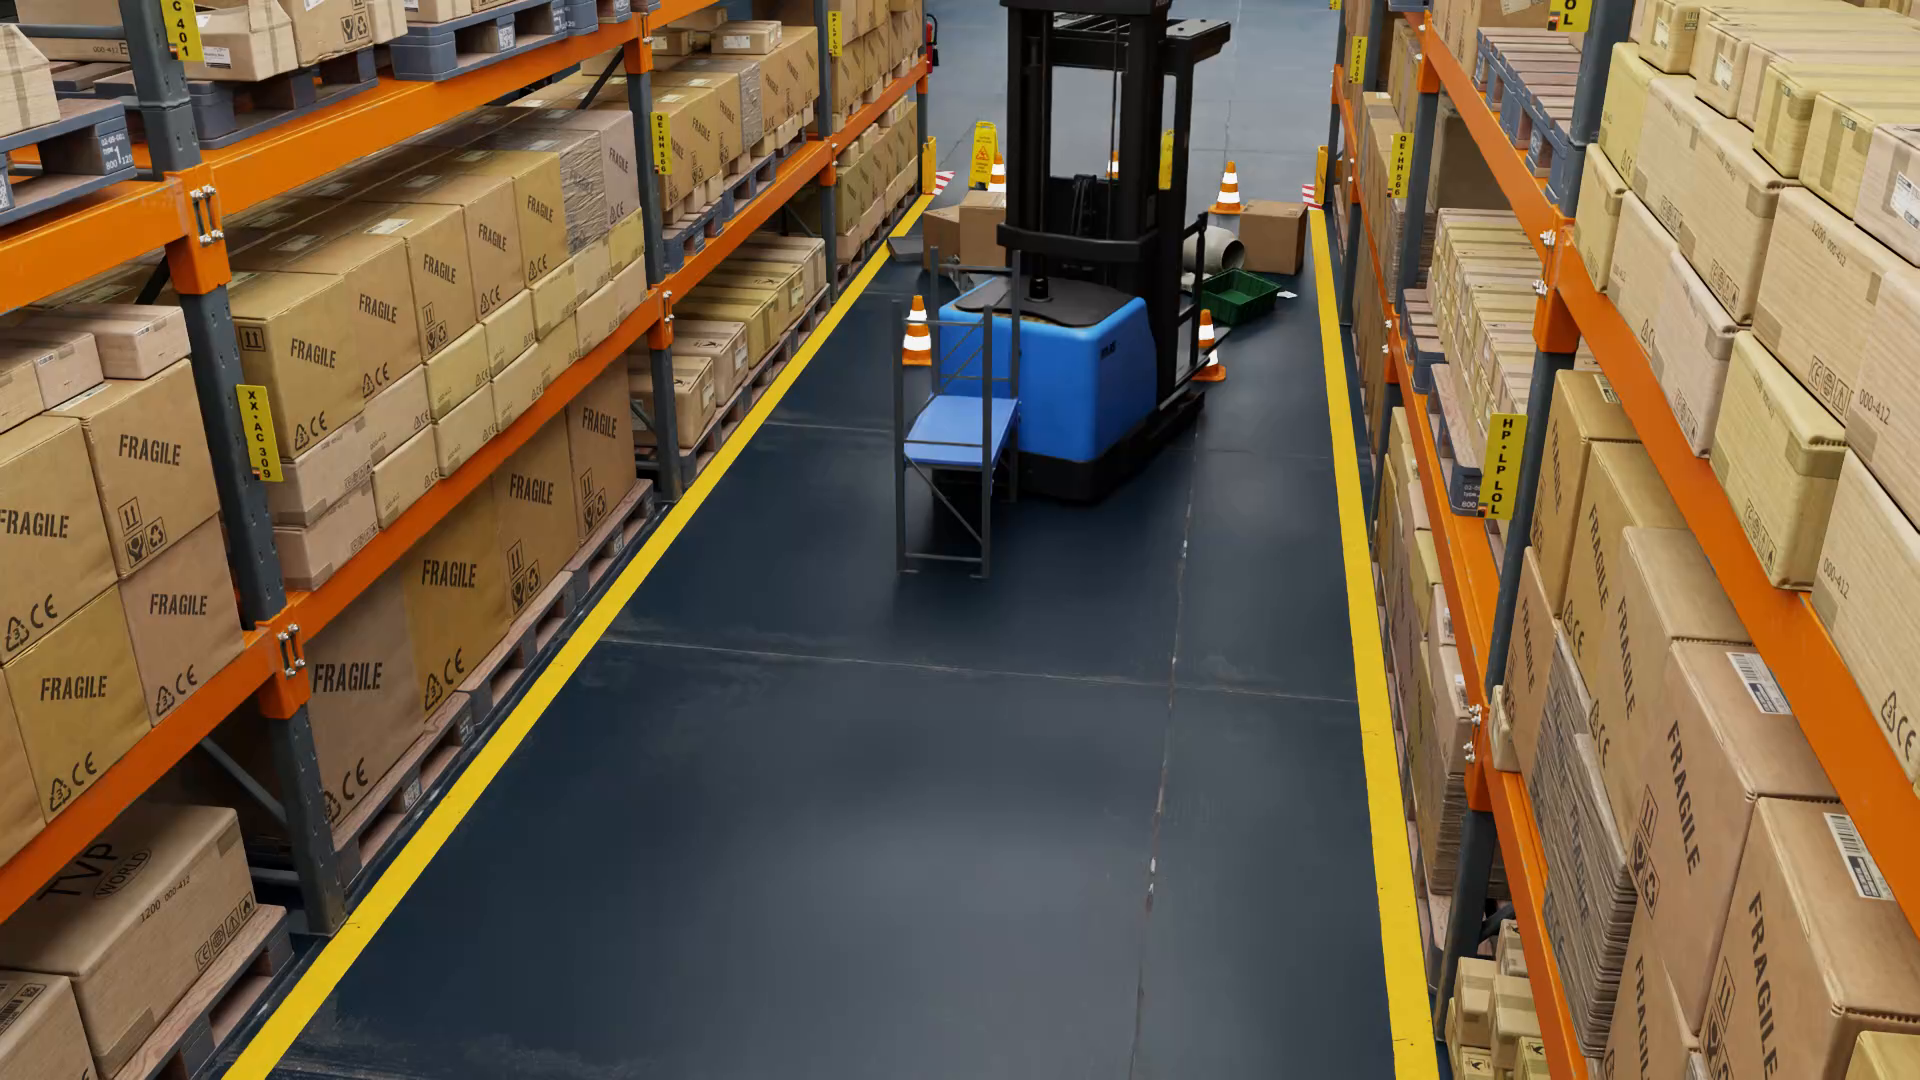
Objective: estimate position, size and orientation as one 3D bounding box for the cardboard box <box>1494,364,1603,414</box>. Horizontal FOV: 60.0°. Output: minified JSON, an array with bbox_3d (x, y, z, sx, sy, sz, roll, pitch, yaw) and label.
[{"bbox_3d":[2.114,-0.506,5.893,0.380,0.149,0.250,4,25,8],"label":"cardboard box"}]

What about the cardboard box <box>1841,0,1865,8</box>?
[{"bbox_3d":[2.281,-1.394,4.538,0.700,0.500,0.500,4,25,9],"label":"cardboard box"}]

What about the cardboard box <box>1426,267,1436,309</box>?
[{"bbox_3d":[2.492,-1.225,8.130,0.380,0.149,0.250,4,25,8],"label":"cardboard box"}]

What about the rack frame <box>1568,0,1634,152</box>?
[{"bbox_3d":[2.111,-2.366,3.690,1.000,3.000,0.127,4,25,9],"label":"rack frame"}]

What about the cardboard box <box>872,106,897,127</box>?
[{"bbox_3d":[-0.784,-3.820,14.972,0.380,0.149,0.250,5,26,11],"label":"cardboard box"}]

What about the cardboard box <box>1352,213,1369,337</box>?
[{"bbox_3d":[3.405,-1.900,11.930,1.050,0.750,0.750,4,25,8],"label":"cardboard box"}]

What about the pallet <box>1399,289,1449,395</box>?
[{"bbox_3d":[2.753,-0.929,7.924,1.213,0.211,1.003,4,25,9],"label":"pallet"}]

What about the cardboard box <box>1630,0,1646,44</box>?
[{"bbox_3d":[1.824,-1.242,3.943,0.380,0.149,0.250,4,25,8],"label":"cardboard box"}]

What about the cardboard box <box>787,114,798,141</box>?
[{"bbox_3d":[-1.361,-2.918,11.747,0.380,0.149,0.250,4,25,8],"label":"cardboard box"}]

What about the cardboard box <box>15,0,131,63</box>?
[{"bbox_3d":[-2.852,-1.841,5.716,0.500,0.311,0.500,4,25,9],"label":"cardboard box"}]

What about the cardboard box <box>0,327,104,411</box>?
[{"bbox_3d":[-2.676,-0.488,4.691,0.380,0.149,0.250,5,25,10],"label":"cardboard box"}]

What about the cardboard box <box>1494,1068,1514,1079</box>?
[{"bbox_3d":[1.783,1.559,4.898,0.380,0.149,0.250,4,25,9],"label":"cardboard box"}]

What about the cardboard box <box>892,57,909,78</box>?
[{"bbox_3d":[-0.685,-4.354,15.310,0.380,0.149,0.250,4,25,9],"label":"cardboard box"}]

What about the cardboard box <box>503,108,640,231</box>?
[{"bbox_3d":[-1.962,-1.886,8.444,0.500,0.500,0.500,3,25,7],"label":"cardboard box"}]

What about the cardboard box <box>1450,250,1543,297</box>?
[{"bbox_3d":[2.368,-1.162,7.294,0.380,0.149,0.250,3,25,6],"label":"cardboard box"}]

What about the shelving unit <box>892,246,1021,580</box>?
[{"bbox_3d":[-0.001,-0.704,8.986,0.538,1.500,1.048,4,25,9],"label":"shelving unit"}]

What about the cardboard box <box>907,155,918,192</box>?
[{"bbox_3d":[-0.699,-3.546,16.036,0.500,0.250,0.500,4,25,8],"label":"cardboard box"}]

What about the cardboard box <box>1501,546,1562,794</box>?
[{"bbox_3d":[1.781,0.361,4.472,0.500,0.500,0.500,4,25,8],"label":"cardboard box"}]

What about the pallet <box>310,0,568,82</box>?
[{"bbox_3d":[-2.368,-2.155,6.999,1.003,0.211,1.213,5,26,11],"label":"pallet"}]

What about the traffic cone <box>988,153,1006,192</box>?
[{"bbox_3d":[0.374,-3.550,16.289,0.336,0.463,0.334,4,25,9],"label":"traffic cone"}]

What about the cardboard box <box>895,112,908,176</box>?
[{"bbox_3d":[-0.784,-3.681,15.440,0.500,0.500,0.500,5,26,10],"label":"cardboard box"}]

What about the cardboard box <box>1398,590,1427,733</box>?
[{"bbox_3d":[2.155,0.537,7.017,0.500,0.500,0.500,3,25,7],"label":"cardboard box"}]

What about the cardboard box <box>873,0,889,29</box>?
[{"bbox_3d":[-0.982,-4.517,13.715,0.700,0.500,0.500,3,25,7],"label":"cardboard box"}]

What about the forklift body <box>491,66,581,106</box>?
[{"bbox_3d":[-4.236,-4.007,15.273,2.313,2.155,1.214,4,25,9],"label":"forklift body"}]

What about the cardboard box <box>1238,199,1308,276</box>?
[{"bbox_3d":[2.659,-2.584,14.178,0.500,0.500,0.500,8,26,18],"label":"cardboard box"}]

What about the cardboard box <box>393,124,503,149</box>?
[{"bbox_3d":[-2.529,-1.723,8.096,0.500,0.500,0.500,4,25,9],"label":"cardboard box"}]

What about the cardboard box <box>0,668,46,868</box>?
[{"bbox_3d":[-2.759,0.644,4.218,0.500,0.500,0.500,4,25,8],"label":"cardboard box"}]

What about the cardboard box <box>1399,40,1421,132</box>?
[{"bbox_3d":[3.178,-2.858,10.521,0.700,0.500,0.500,4,25,9],"label":"cardboard box"}]

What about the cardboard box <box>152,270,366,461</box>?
[{"bbox_3d":[-2.434,-0.612,5.721,0.500,0.500,0.500,4,25,9],"label":"cardboard box"}]

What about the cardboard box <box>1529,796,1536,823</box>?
[{"bbox_3d":[1.773,0.674,4.568,0.380,0.149,0.250,5,26,10],"label":"cardboard box"}]

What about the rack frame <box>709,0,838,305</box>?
[{"bbox_3d":[-1.482,-3.295,12.752,1.000,3.000,0.127,4,25,9],"label":"rack frame"}]

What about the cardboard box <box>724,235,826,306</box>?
[{"bbox_3d":[-1.565,-2.076,12.751,0.950,0.372,0.625,4,25,9],"label":"cardboard box"}]

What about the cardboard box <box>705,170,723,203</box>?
[{"bbox_3d":[-1.664,-2.163,10.133,0.380,0.149,0.250,4,25,9],"label":"cardboard box"}]

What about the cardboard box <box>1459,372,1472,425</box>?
[{"bbox_3d":[2.234,-0.562,6.713,0.380,0.149,0.250,3,25,7],"label":"cardboard box"}]

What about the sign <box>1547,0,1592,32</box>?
[{"bbox_3d":[1.563,-1.457,4.211,0.100,0.325,0.005,4,25,9],"label":"sign"}]

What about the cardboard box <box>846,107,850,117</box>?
[{"bbox_3d":[-1.110,-3.514,13.515,0.380,0.149,0.250,4,25,8],"label":"cardboard box"}]

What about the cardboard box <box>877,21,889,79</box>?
[{"bbox_3d":[-0.918,-4.273,14.373,0.500,0.500,0.500,4,25,9],"label":"cardboard box"}]

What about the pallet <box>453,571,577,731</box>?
[{"bbox_3d":[-2.540,0.474,7.989,1.003,0.211,1.213,4,25,9],"label":"pallet"}]

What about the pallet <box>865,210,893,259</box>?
[{"bbox_3d":[-1.210,-2.828,15.042,1.003,0.211,1.213,4,25,9],"label":"pallet"}]

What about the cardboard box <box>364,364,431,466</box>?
[{"bbox_3d":[-2.382,-0.493,6.351,0.500,0.250,0.500,4,25,9],"label":"cardboard box"}]

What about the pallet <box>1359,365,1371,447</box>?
[{"bbox_3d":[3.169,-0.892,10.907,1.003,0.211,1.213,4,25,9],"label":"pallet"}]

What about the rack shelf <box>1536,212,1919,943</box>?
[{"bbox_3d":[1.784,0.155,2.691,1.077,0.370,4.000,4,25,9],"label":"rack shelf"}]

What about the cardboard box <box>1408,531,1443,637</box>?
[{"bbox_3d":[2.153,0.188,6.878,0.500,0.250,0.500,3,25,6],"label":"cardboard box"}]

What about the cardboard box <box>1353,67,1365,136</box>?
[{"bbox_3d":[3.534,-3.449,12.904,0.875,0.550,0.550,4,25,9],"label":"cardboard box"}]

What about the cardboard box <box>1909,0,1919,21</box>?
[{"bbox_3d":[2.296,-1.085,3.609,0.380,0.149,0.250,5,25,10],"label":"cardboard box"}]

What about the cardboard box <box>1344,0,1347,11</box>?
[{"bbox_3d":[3.973,-5.072,15.097,0.875,0.550,0.550,4,25,9],"label":"cardboard box"}]

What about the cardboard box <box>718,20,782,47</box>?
[{"bbox_3d":[-1.434,-3.462,11.378,0.380,0.149,0.250,3,25,7],"label":"cardboard box"}]

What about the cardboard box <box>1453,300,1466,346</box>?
[{"bbox_3d":[2.322,-0.910,7.105,0.380,0.149,0.250,4,25,9],"label":"cardboard box"}]

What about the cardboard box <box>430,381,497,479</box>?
[{"bbox_3d":[-2.274,-0.477,6.908,0.500,0.250,0.500,4,25,8],"label":"cardboard box"}]

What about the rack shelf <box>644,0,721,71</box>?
[{"bbox_3d":[-1.809,-3.492,10.482,1.077,0.370,4.000,4,25,9],"label":"rack shelf"}]

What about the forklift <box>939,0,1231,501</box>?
[{"bbox_3d":[0.964,-2.145,10.375,1.130,2.935,3.031,12,28,24],"label":"forklift"}]

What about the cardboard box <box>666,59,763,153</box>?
[{"bbox_3d":[-1.586,-2.814,10.760,0.500,0.500,0.500,3,25,7],"label":"cardboard box"}]

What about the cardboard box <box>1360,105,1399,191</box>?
[{"bbox_3d":[2.985,-2.627,11.207,0.500,0.500,0.500,4,25,9],"label":"cardboard box"}]

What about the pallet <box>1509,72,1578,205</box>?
[{"bbox_3d":[2.317,-1.173,4.901,1.213,0.211,1.003,4,25,9],"label":"pallet"}]

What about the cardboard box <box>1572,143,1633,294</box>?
[{"bbox_3d":[1.775,-0.764,3.983,0.500,0.250,0.500,5,26,11],"label":"cardboard box"}]

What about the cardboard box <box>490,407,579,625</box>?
[{"bbox_3d":[-2.480,-0.194,8.138,0.875,0.875,0.875,4,25,9],"label":"cardboard box"}]

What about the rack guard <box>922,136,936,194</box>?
[{"bbox_3d":[-0.840,-3.804,16.788,1.175,0.500,0.348,4,25,9],"label":"rack guard"}]

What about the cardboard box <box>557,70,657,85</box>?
[{"bbox_3d":[-2.180,-2.630,10.367,0.500,0.500,0.500,2,25,5],"label":"cardboard box"}]

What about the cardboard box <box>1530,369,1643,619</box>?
[{"bbox_3d":[1.797,-0.110,4.298,0.500,0.500,0.500,5,25,10],"label":"cardboard box"}]
